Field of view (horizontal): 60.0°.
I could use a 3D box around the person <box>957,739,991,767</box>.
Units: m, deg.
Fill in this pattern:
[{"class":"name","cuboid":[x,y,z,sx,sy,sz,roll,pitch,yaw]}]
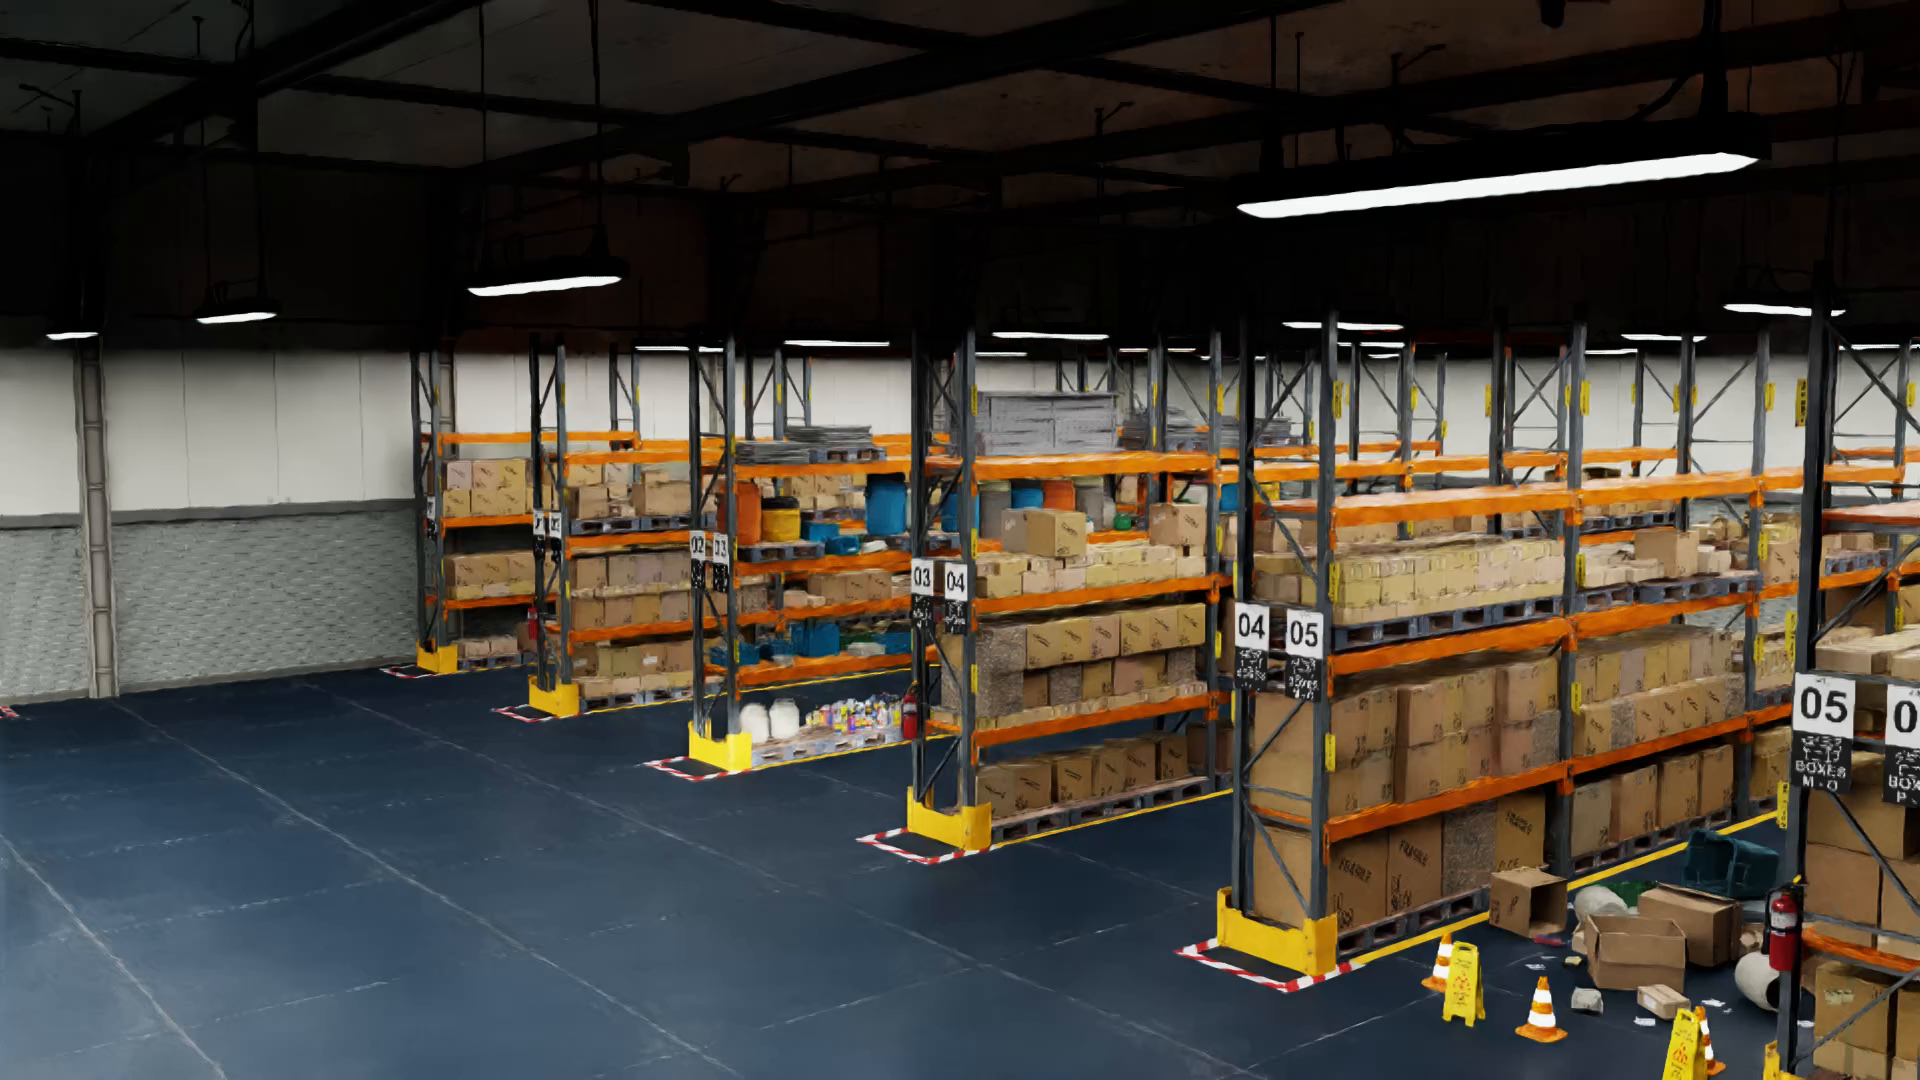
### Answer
[{"class":"person","cuboid":[0.186,2.382,20.951,0.572,1.714,0.719,-5,7,-41]}]
